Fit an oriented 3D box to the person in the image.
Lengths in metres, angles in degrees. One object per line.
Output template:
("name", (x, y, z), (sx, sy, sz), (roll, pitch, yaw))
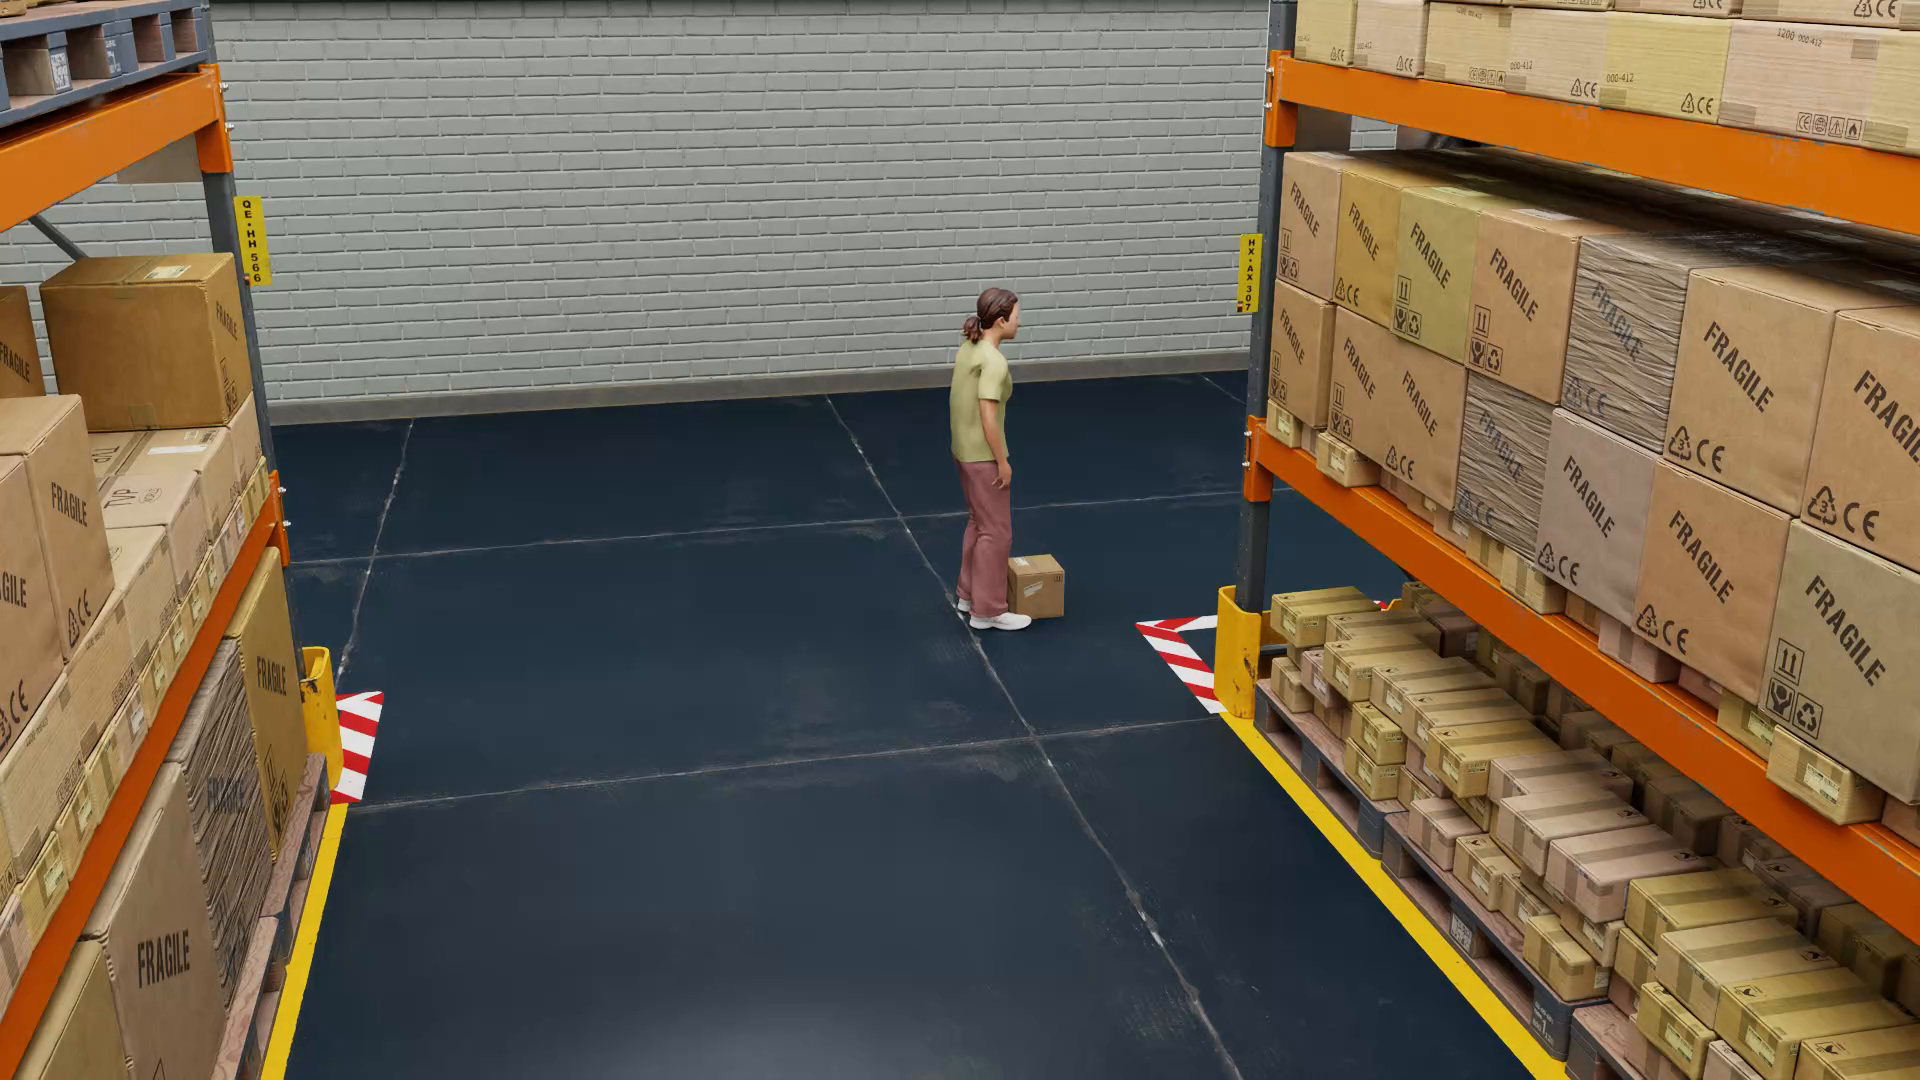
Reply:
("person", (0.136, -0.409, 8.216), (0.351, 1.673, 0.516), (-5, 20, -14))
